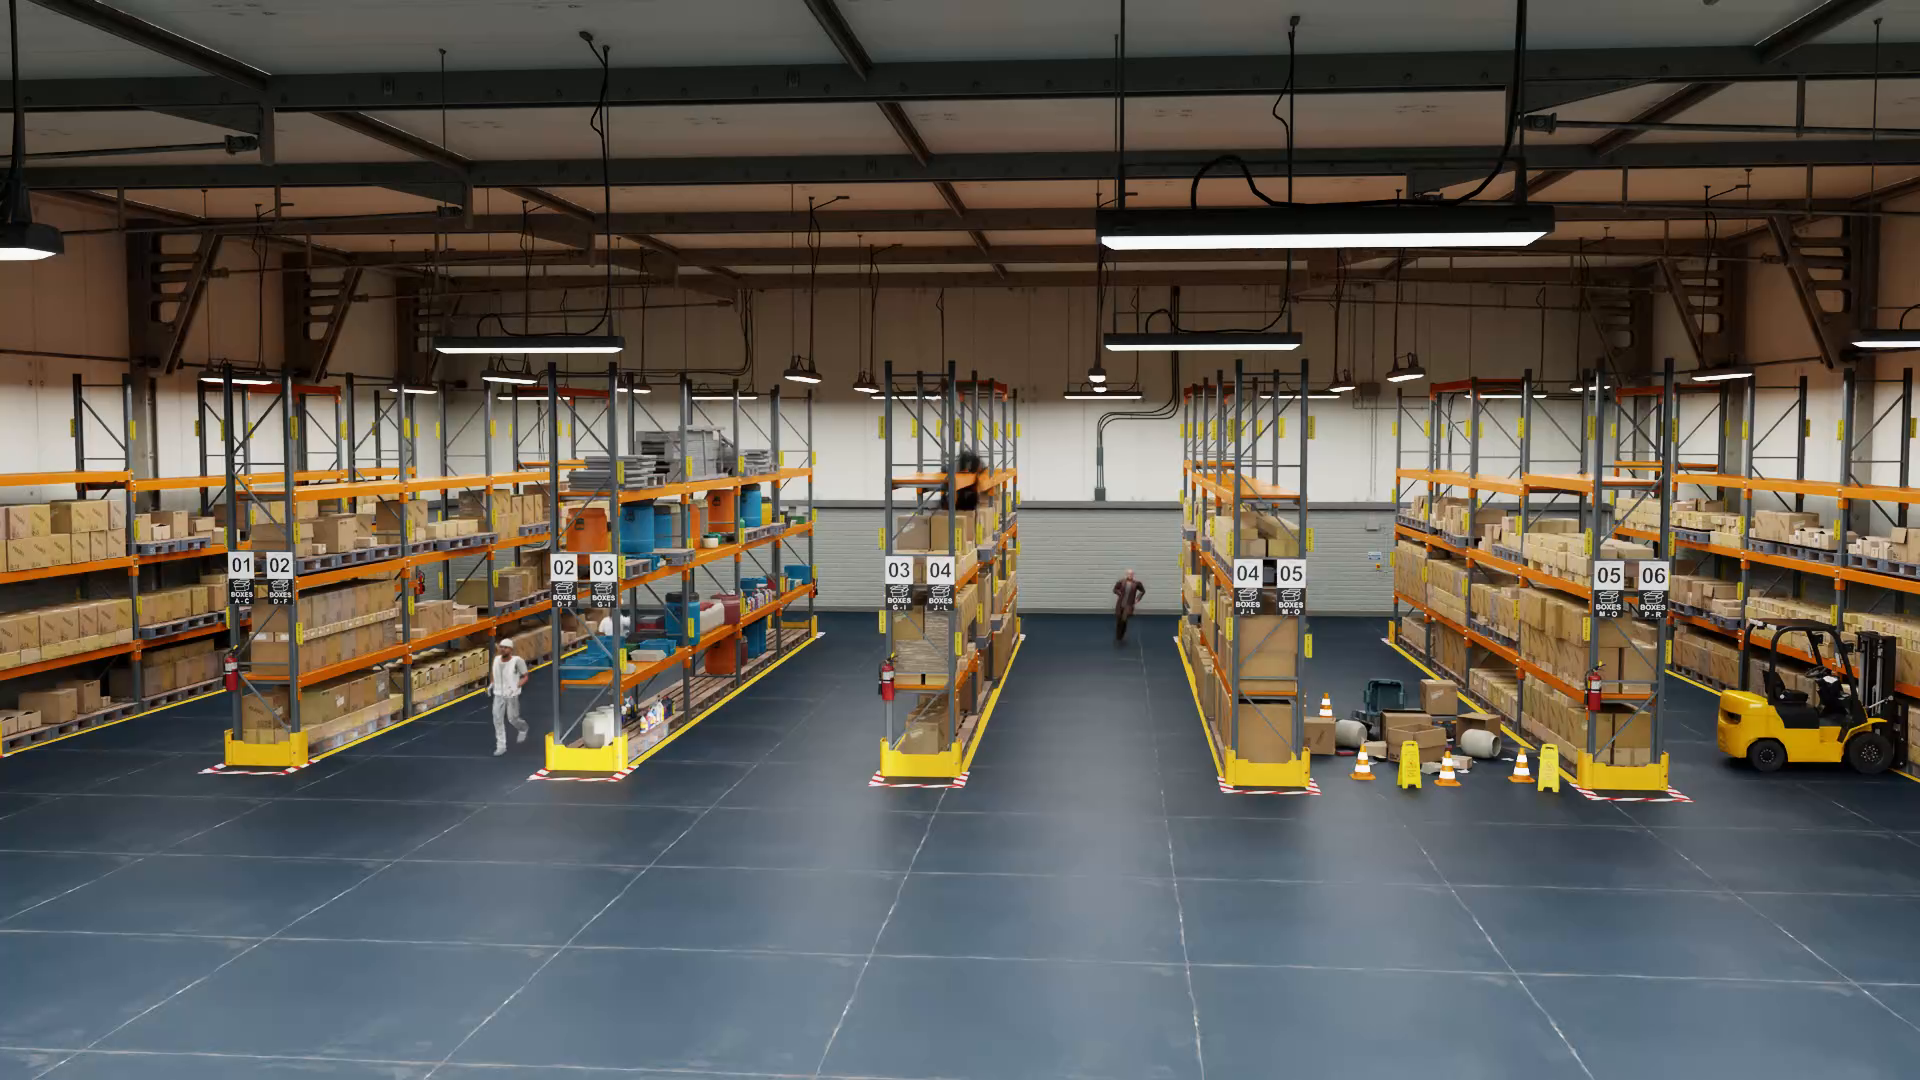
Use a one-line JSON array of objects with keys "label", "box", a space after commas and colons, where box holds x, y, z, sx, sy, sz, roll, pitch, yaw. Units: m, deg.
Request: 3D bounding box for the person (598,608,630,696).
[{"label": "person", "box": [-6.572, 2.054, 31.735, 0.713, 1.736, 0.897, 0, 4, 7]}]

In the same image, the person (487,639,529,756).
[{"label": "person", "box": [-7.040, 2.415, 25.937, 0.702, 1.774, 0.863, 1, 4, 12]}]

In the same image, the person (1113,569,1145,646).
[{"label": "person", "box": [3.927, 1.581, 38.942, 0.711, 1.806, 0.794, 2, 4, 22]}]
